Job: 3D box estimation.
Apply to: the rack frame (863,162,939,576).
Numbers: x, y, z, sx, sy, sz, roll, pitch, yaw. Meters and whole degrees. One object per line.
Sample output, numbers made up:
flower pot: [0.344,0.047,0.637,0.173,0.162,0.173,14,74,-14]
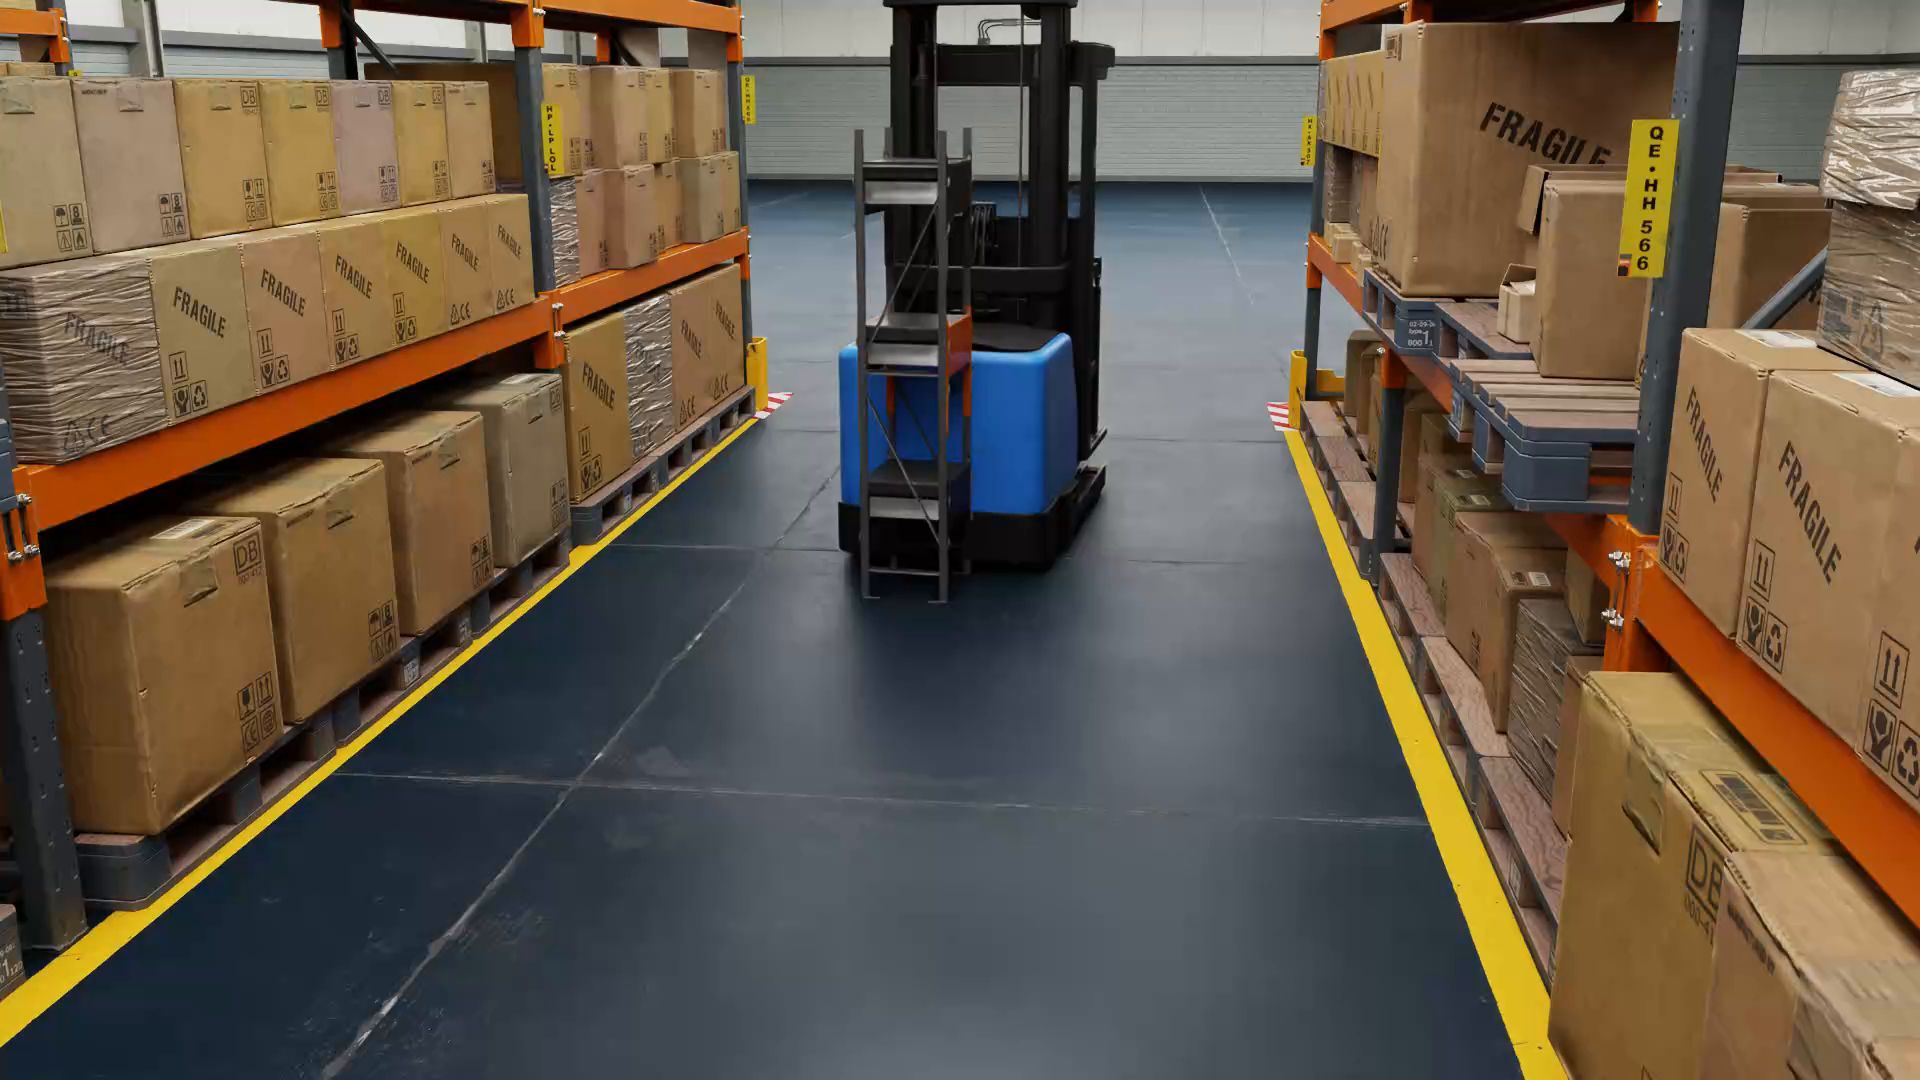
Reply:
rack frame: [-0.256,-0.731,7.343,0.380,1.831,0.006,3,16,12]

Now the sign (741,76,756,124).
sign: [-1.484,-3.084,11.648,0.100,0.325,0.005,2,15,6]

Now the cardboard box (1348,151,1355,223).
cardboard box: [2.868,-2.175,10.196,0.875,0.500,0.500,2,15,6]

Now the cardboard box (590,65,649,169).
cardboard box: [-2.253,-2.363,9.299,0.875,0.550,0.550,2,15,6]

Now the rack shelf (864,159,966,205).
rack shelf: [-0.200,-1.588,7.357,0.368,0.174,0.457,3,16,12]

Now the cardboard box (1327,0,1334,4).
cardboard box: [2.584,-3.516,10.459,0.500,0.250,0.500,2,15,8]

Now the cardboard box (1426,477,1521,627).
cardboard box: [2.280,0.056,6.655,0.700,0.500,0.500,2,15,6]

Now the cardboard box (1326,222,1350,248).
cardboard box: [2.535,-1.941,10.575,0.380,0.149,0.250,2,15,6]

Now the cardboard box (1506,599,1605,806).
cardboard box: [2.098,0.493,5.039,0.700,0.500,0.500,0,15,2]

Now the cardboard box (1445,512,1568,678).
cardboard box: [2.218,0.201,6.119,0.730,0.500,0.544,1,15,5]

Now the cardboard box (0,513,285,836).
cardboard box: [-2.767,0.373,5.042,1.050,0.750,0.750,1,15,5]

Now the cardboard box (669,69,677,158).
cardboard box: [-2.271,-2.642,10.330,0.875,0.550,0.550,2,15,6]

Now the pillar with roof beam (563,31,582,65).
pillar with roof beam: [-5.196,-13.091,39.835,9.100,9.000,0.400,2,15,6]

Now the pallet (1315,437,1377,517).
pallet: [2.619,-0.367,9.614,1.003,0.211,1.213,2,15,6]

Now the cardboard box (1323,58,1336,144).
cardboard box: [2.499,-2.668,10.106,0.500,0.500,0.500,2,15,6]

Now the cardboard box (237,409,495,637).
cardboard box: [-2.567,-0.096,6.775,1.050,0.750,0.750,2,15,6]

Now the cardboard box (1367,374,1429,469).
cardboard box: [2.578,-0.631,9.234,0.500,0.500,0.500,0,15,1]

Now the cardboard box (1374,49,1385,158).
cardboard box: [2.221,-2.020,7.708,0.500,0.500,0.500,2,15,6]

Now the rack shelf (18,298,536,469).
rack shelf: [-2.699,-0.621,6.216,0.919,0.124,3.809,2,15,6]

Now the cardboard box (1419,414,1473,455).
cardboard box: [2.528,-0.319,8.079,0.500,0.500,0.500,1,15,5]

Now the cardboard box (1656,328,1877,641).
cardboard box: [1.667,-0.113,3.142,0.500,0.500,0.500,2,15,8]

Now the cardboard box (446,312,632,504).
cardboard box: [-2.333,-0.731,8.884,0.875,0.875,0.875,2,15,7]

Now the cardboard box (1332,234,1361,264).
cardboard box: [2.360,-1.683,9.622,0.380,0.149,0.250,2,15,6]

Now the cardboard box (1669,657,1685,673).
cardboard box: [2.038,0.275,4.409,0.500,0.250,0.500,2,15,9]

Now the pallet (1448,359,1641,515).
pallet: [1.967,-0.278,4.312,1.213,0.211,1.003,2,15,6]

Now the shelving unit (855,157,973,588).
shelving unit: [-5.890,-2.546,8.028,11.925,5.092,1.281,3,16,12]

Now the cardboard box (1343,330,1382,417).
cardboard box: [2.808,-1.092,10.940,0.500,0.500,0.500,5,16,17]

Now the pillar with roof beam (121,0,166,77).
pillar with roof beam: [-7.227,-8.422,22.570,9.100,9.000,0.400,2,15,6]

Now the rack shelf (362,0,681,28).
rack shelf: [-2.248,-3.106,9.661,0.919,0.124,3.809,2,15,6]

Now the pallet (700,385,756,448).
pallet: [-2.035,-0.874,11.491,1.003,0.211,1.213,2,15,6]

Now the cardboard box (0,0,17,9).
cardboard box: [-6.710,-3.710,11.371,0.380,0.149,0.250,2,15,7]

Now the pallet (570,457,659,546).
pallet: [-2.310,-0.241,9.151,1.003,0.211,1.213,2,15,6]

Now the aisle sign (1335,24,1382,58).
aisle sign: [2.604,-3.538,11.018,0.394,0.787,0.004,2,15,6]

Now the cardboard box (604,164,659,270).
cardboard box: [-2.226,-1.841,9.437,0.875,0.550,0.550,2,15,6]

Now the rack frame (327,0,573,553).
rack frame: [-2.473,-1.393,8.066,1.000,3.000,0.127,2,15,6]

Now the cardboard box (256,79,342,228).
cardboard box: [-2.695,-1.399,5.983,0.700,0.500,0.500,2,15,6]

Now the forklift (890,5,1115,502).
forklift: [0.233,-1.643,9.124,1.121,2.935,3.031,3,16,12]

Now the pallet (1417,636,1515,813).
pallet: [2.222,0.645,5.872,1.003,0.211,1.213,2,15,6]

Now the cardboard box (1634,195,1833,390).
cardboard box: [2.013,-0.575,4.046,0.500,0.500,0.500,0,15,-1]

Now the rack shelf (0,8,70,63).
rack shelf: [-7.177,-3.132,10.129,1.077,0.370,4.000,2,15,6]

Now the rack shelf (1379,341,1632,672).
rack shelf: [2.218,-0.354,5.604,1.077,0.370,4.000,2,15,6]

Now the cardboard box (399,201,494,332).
cardboard box: [-2.324,-1.167,7.039,0.500,0.500,0.500,2,15,6]

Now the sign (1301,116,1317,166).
sign: [2.356,-2.692,11.211,0.100,0.325,0.005,2,15,6]

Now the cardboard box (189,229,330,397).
cardboard box: [-2.494,-0.775,5.589,0.500,0.500,0.500,2,15,6]

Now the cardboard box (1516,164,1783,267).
cardboard box: [2.340,-1.021,5.688,0.797,0.503,0.637,3,15,12]

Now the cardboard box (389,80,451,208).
cardboard box: [-2.580,-1.661,6.952,0.700,0.500,0.500,1,15,5]

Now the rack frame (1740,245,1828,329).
rack frame: [1.989,-0.183,3.592,0.949,2.616,0.053,2,15,6]

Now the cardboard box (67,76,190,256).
cardboard box: [-2.808,-1.133,5.000,0.700,0.500,0.500,1,15,5]

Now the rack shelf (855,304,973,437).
rack shelf: [-0.200,-0.780,7.576,0.431,0.518,0.480,3,16,12]

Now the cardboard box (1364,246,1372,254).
cardboard box: [2.366,-1.486,8.893,0.380,0.149,0.250,2,15,6]

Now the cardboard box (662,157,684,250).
cardboard box: [-2.247,-2.120,10.469,0.875,0.550,0.550,2,15,6]

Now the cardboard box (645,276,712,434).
cardboard box: [-2.130,-1.201,10.623,0.875,0.875,0.875,1,15,5]

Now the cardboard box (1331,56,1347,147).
cardboard box: [2.444,-2.538,9.626,0.500,0.500,0.500,2,15,6]
